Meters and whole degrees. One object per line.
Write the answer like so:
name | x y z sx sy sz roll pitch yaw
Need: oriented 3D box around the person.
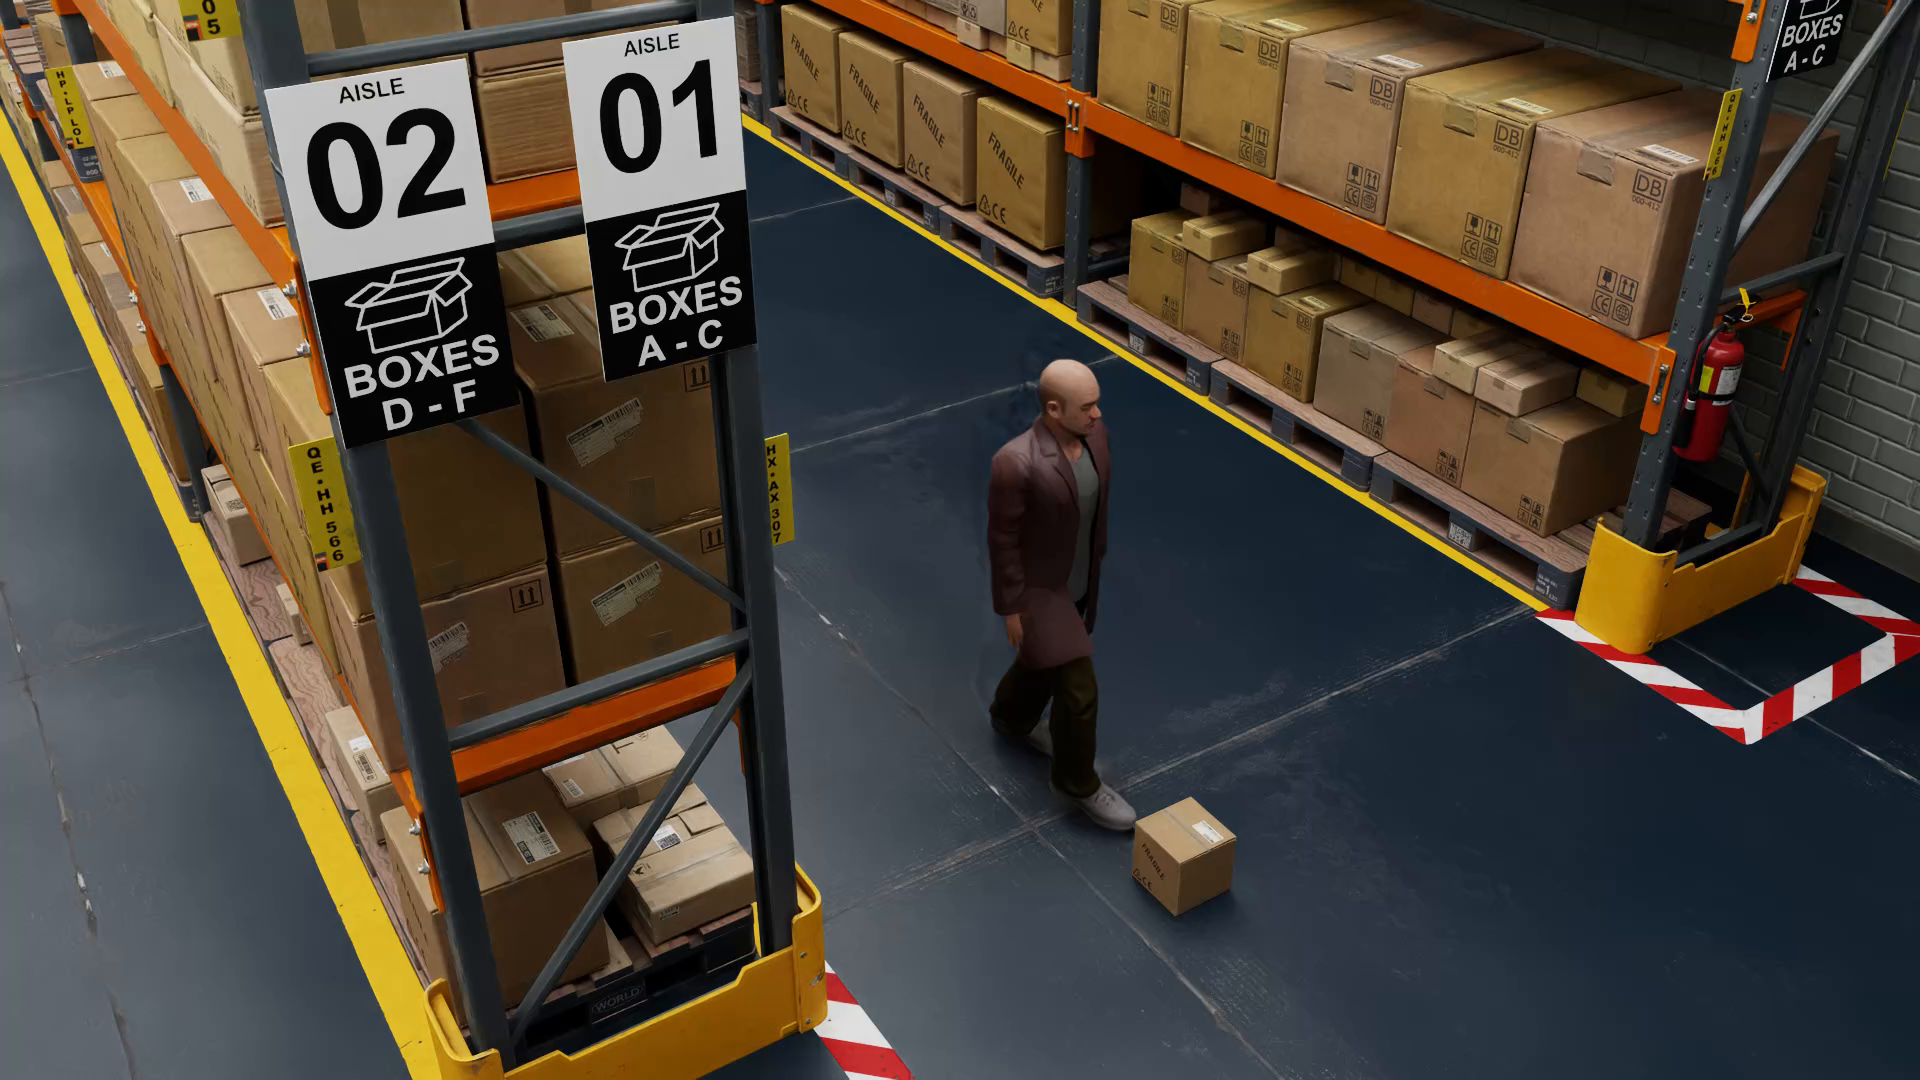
person | 0.375 0.160 5.874 0.817 1.745 0.601 26 40 35
